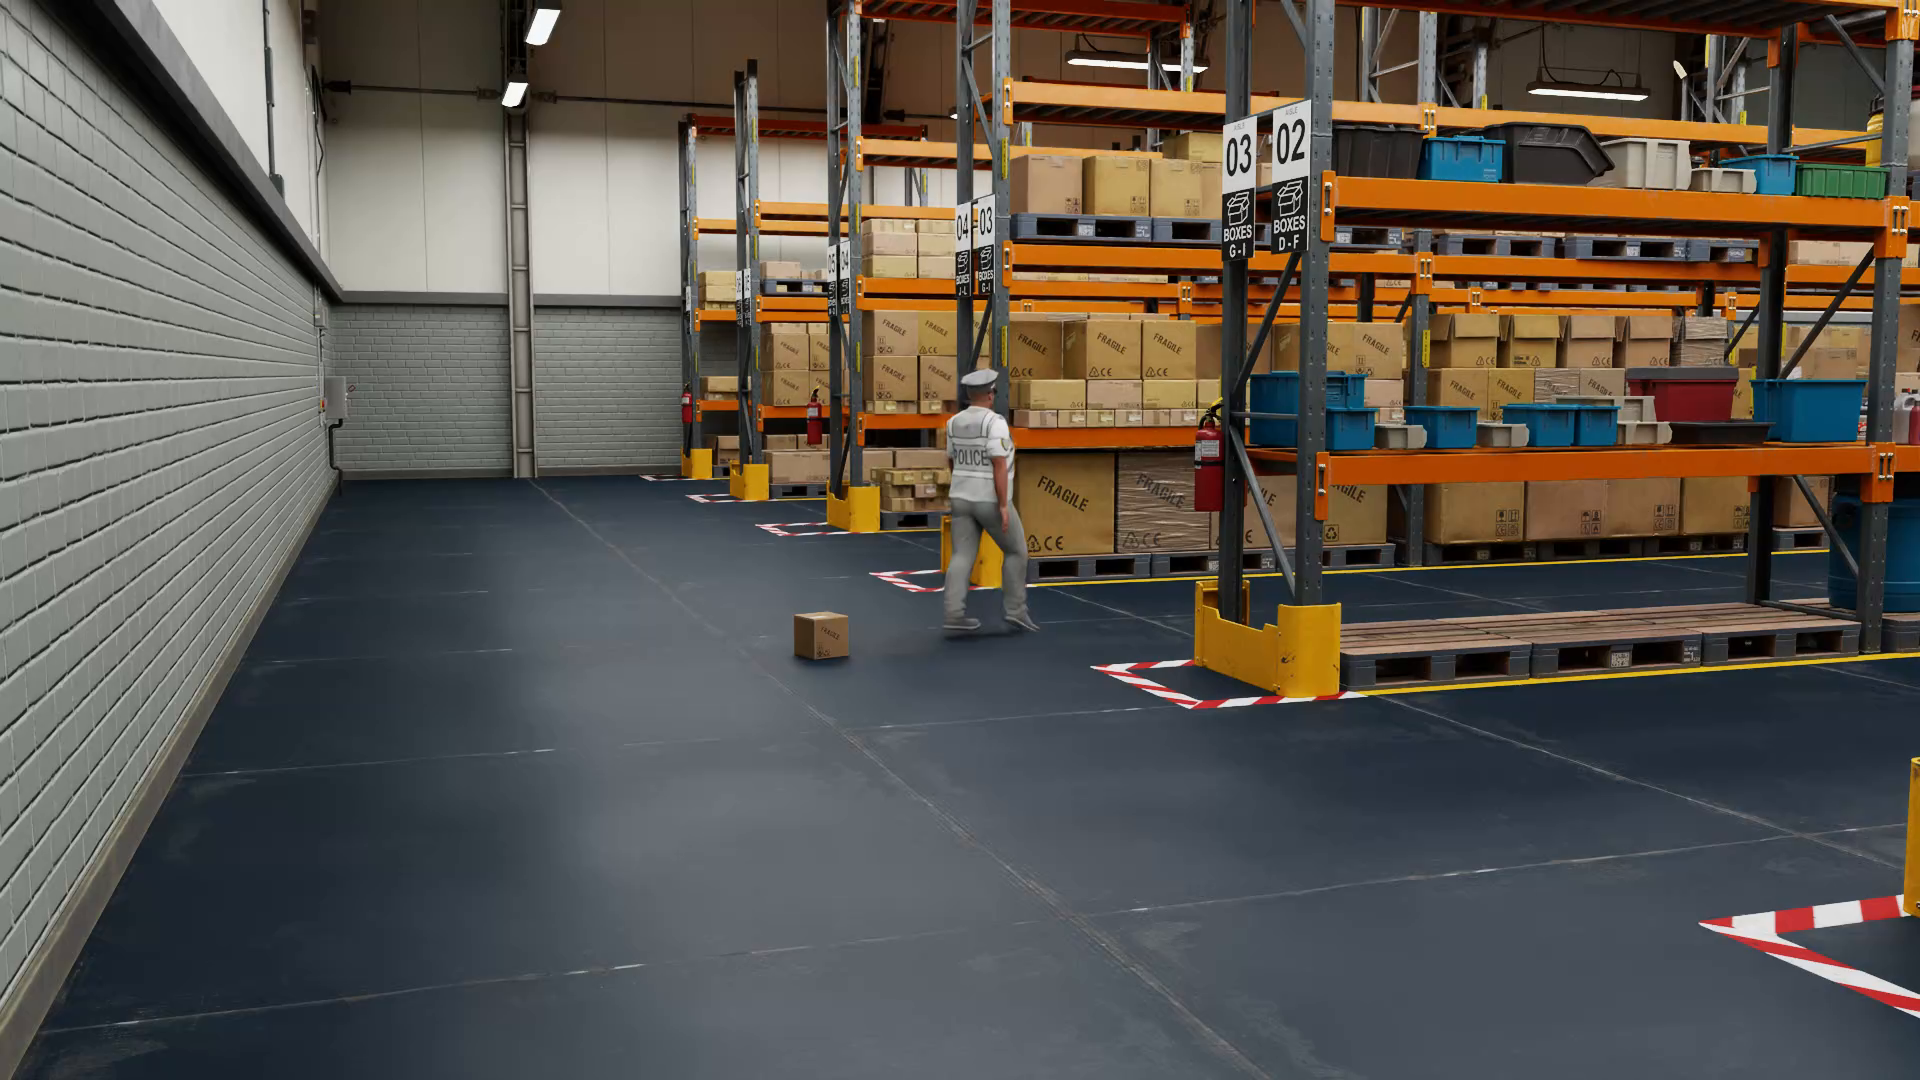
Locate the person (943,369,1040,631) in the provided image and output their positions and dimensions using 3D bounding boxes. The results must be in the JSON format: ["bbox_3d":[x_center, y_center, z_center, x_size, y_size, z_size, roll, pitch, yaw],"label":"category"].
[{"bbox_3d":[0.184,-0.234,11.199,0.586,1.829,0.736,4,7,35],"label":"person"}]
